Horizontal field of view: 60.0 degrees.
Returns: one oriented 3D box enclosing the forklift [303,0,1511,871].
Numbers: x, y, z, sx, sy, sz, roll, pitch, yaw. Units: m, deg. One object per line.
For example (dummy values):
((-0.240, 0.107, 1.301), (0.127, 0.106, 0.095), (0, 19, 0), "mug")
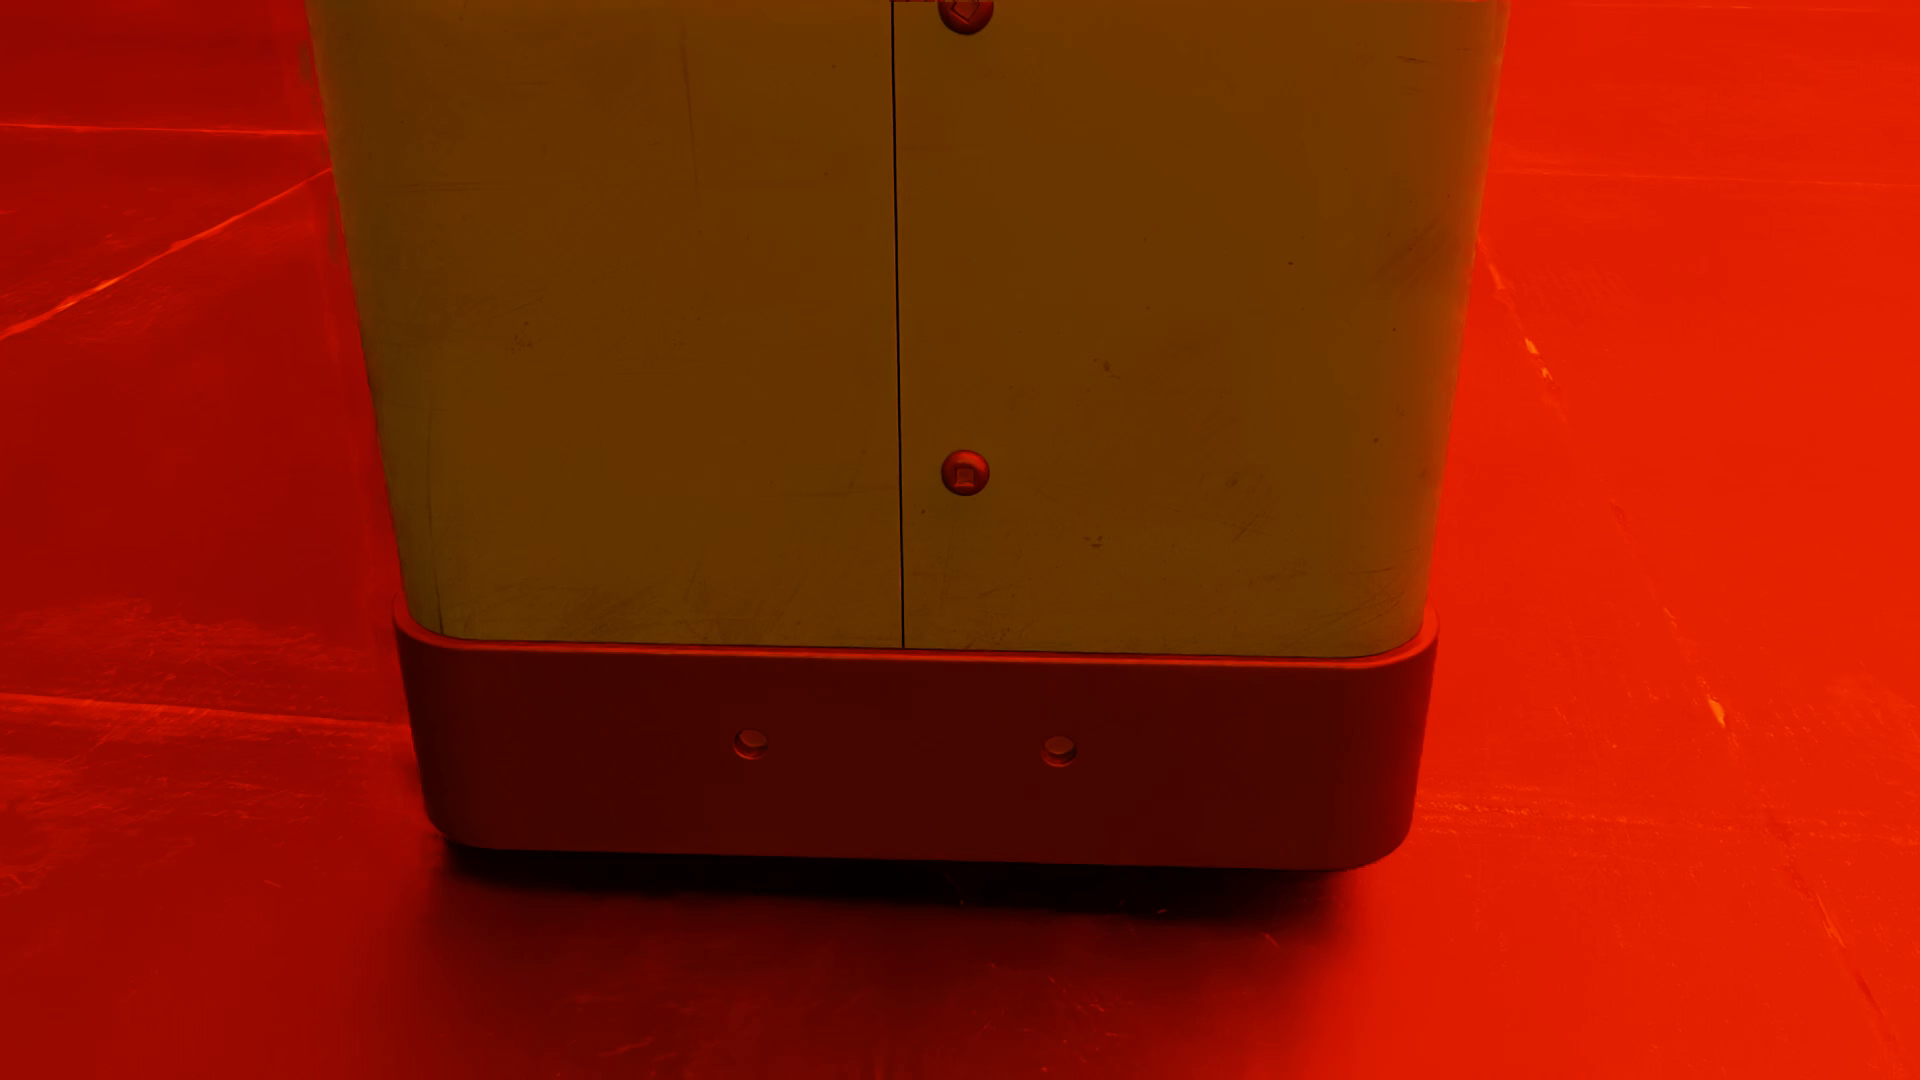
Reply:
((0.009, -1.597, 2.419), (1.130, 2.935, 3.031), (1, 27, 2), "forklift")
